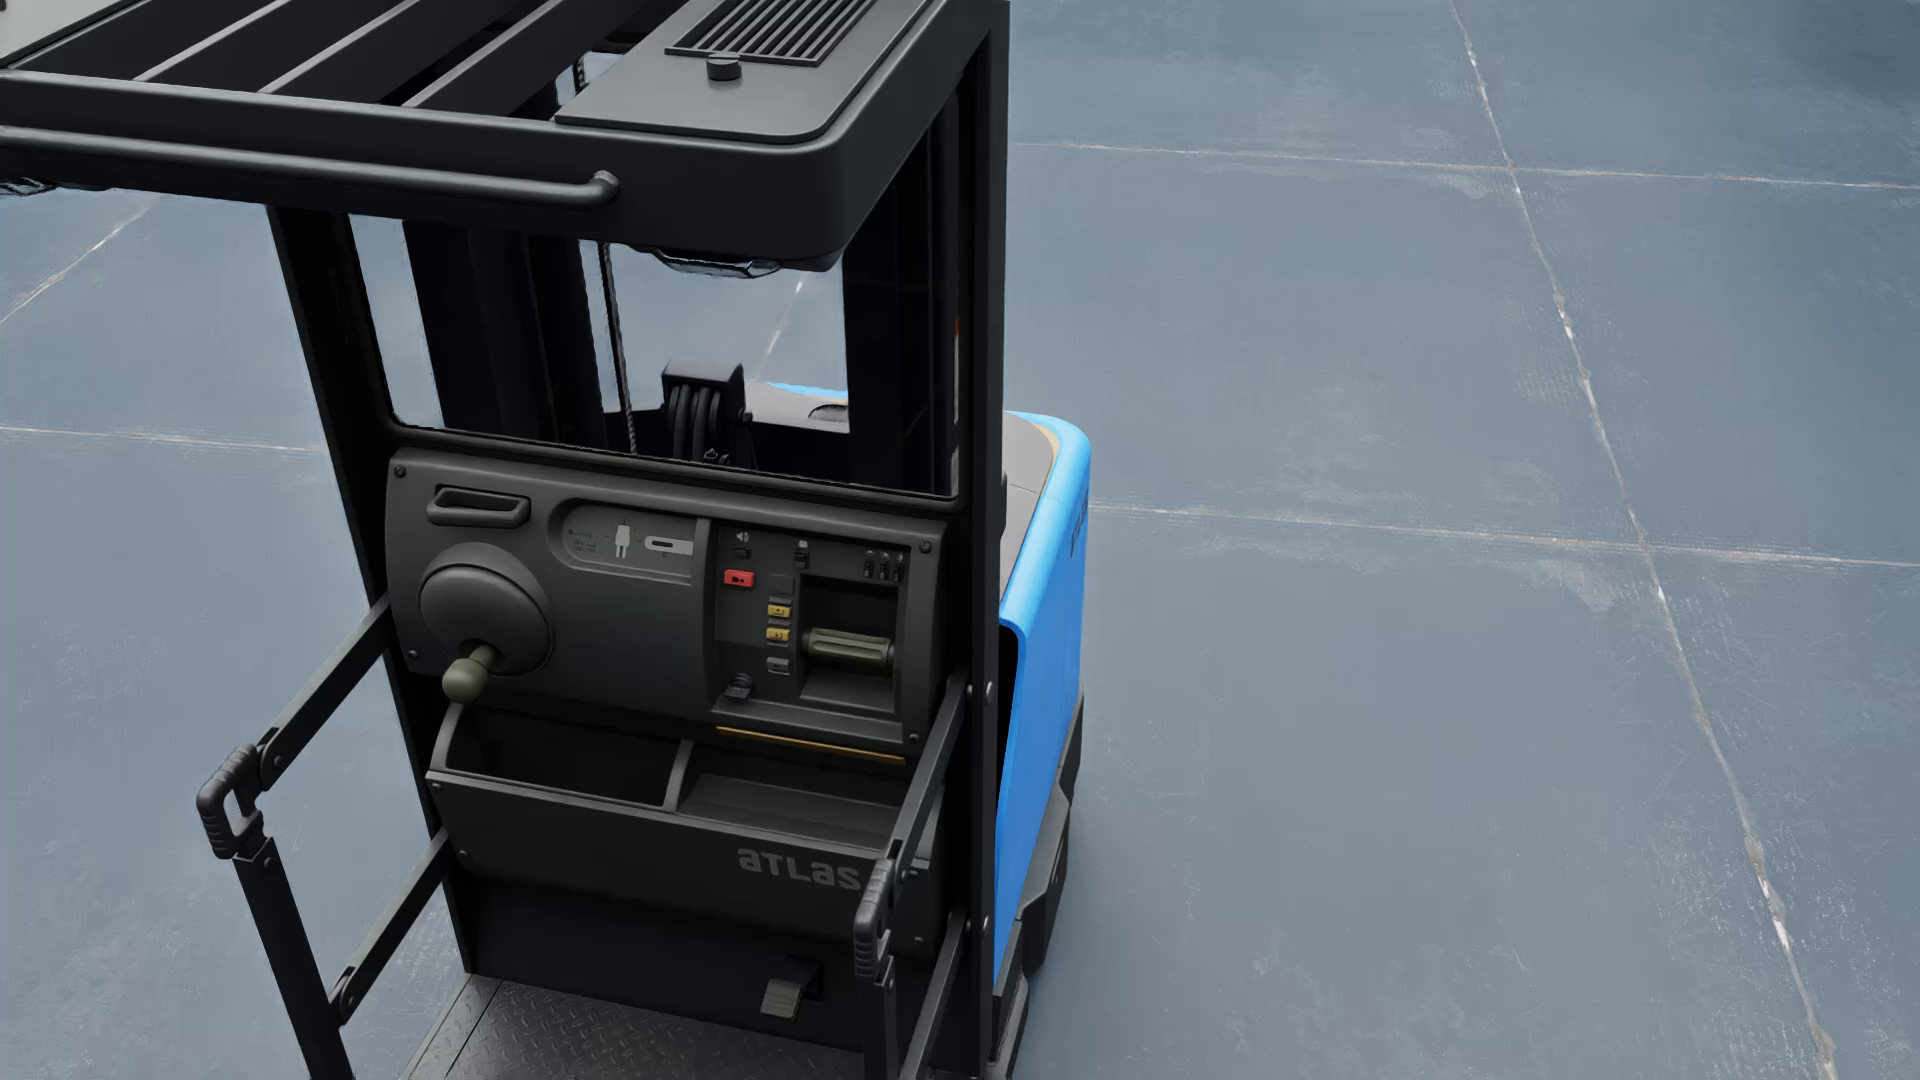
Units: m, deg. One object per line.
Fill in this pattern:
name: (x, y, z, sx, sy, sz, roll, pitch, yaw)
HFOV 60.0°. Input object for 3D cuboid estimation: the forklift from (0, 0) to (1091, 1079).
forklift: (-0.535, 0.169, 2.490, 1.130, 2.935, 3.031, 8, 36, 11)
